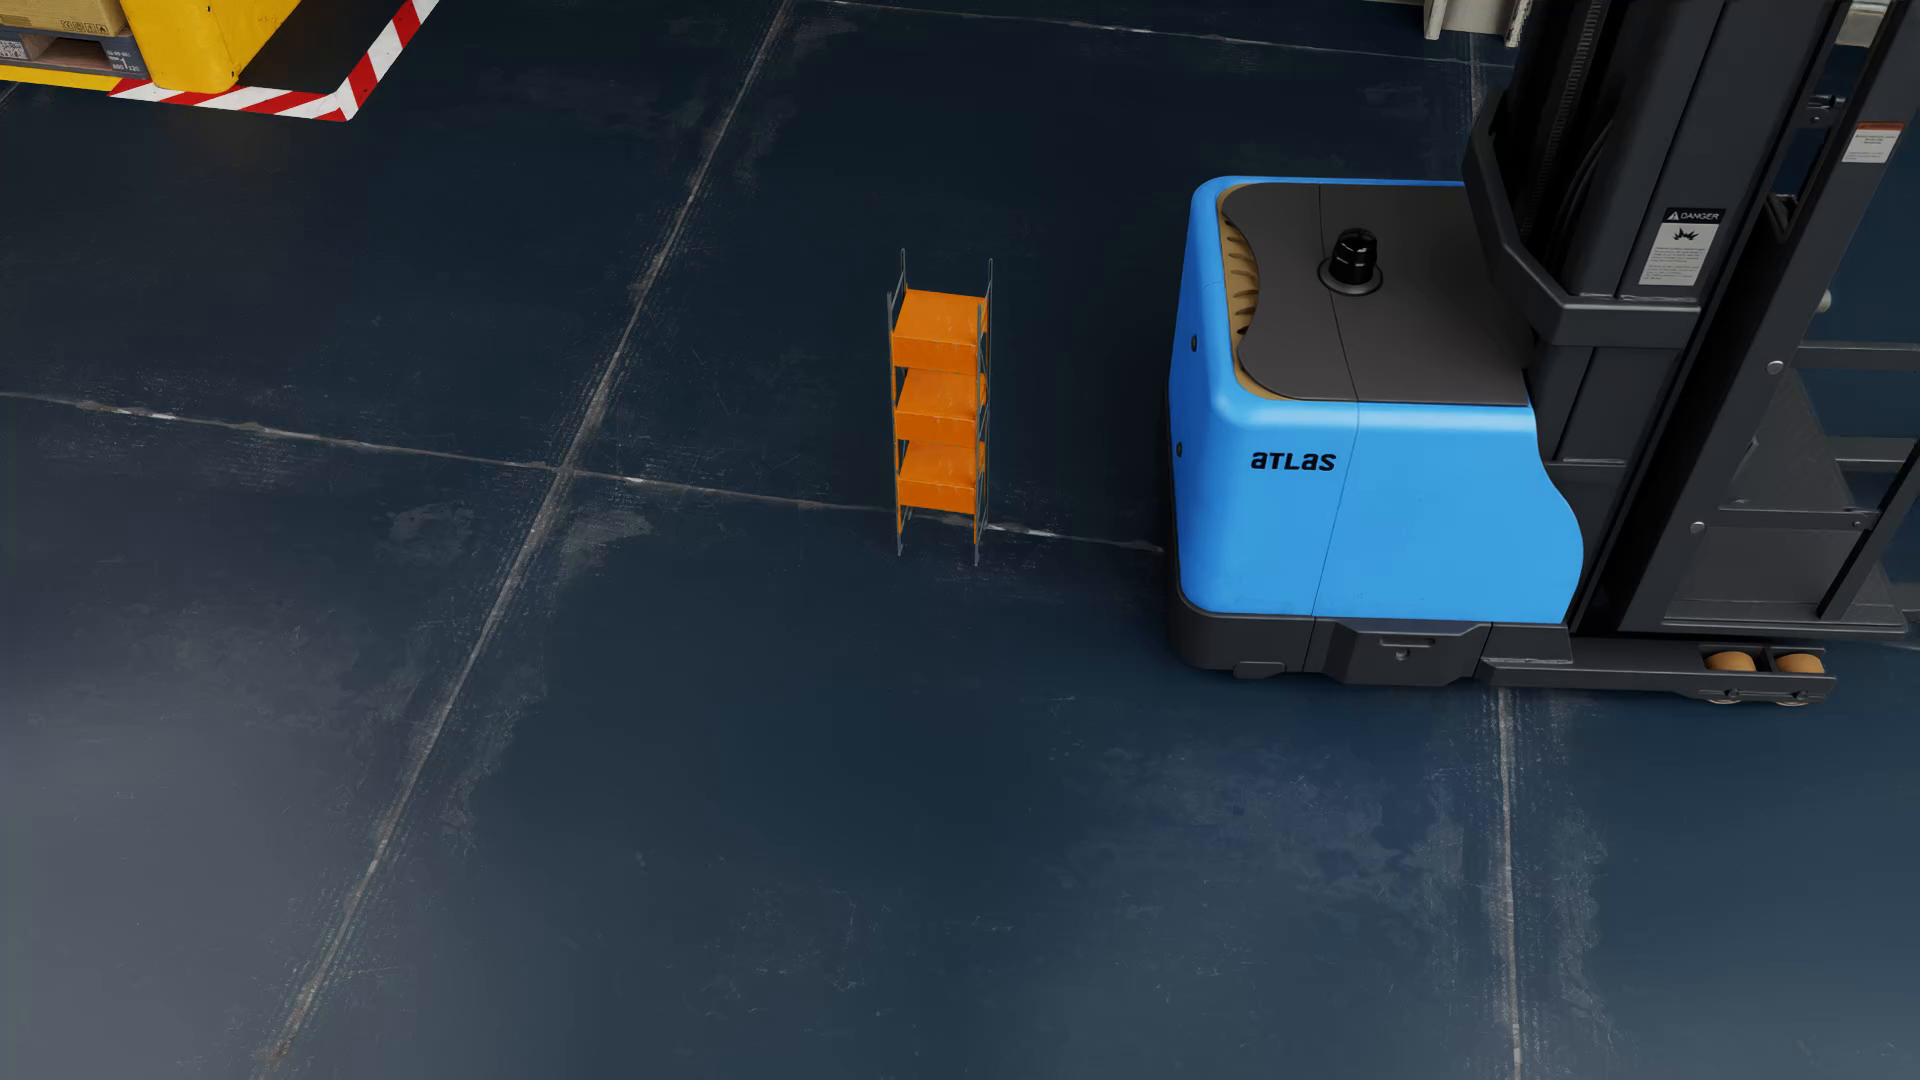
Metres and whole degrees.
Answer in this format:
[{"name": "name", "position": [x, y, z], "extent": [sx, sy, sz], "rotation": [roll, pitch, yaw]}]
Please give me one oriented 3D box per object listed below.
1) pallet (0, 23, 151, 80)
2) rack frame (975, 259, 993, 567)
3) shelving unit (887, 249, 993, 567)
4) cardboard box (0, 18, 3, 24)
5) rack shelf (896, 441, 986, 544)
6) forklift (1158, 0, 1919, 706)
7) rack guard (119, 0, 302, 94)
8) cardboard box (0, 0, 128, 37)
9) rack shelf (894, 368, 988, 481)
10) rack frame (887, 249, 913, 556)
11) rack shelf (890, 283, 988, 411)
[{"name": "pallet", "position": [-3.905, -2.442, 7.302], "extent": [1.213, 0.211, 1.003], "rotation": [8, 49, 7]}, {"name": "rack frame", "position": [0.067, -0.342, 4.851], "extent": [0.008, 1.050, 0.200], "rotation": [8, 49, 7]}, {"name": "shelving unit", "position": [-0.053, -0.358, 4.866], "extent": [0.252, 1.050, 0.215], "rotation": [8, 49, 7]}, {"name": "cardboard box", "position": [-4.152, -2.428, 6.982], "extent": [0.500, 0.250, 0.500], "rotation": [8, 49, 7]}, {"name": "rack shelf", "position": [-0.053, -0.165, 5.080], "extent": [0.240, 0.259, 0.215], "rotation": [8, 49, 7]}, {"name": "forklift", "position": [2.145, -0.905, 4.093], "extent": [3.031, 2.935, 1.130], "rotation": [2, 48, 2]}, {"name": "rack guard", "position": [-3.122, -2.465, 7.129], "extent": [0.348, 0.500, 1.175], "rotation": [8, 49, 7]}, {"name": "cardboard box", "position": [-3.664, -2.356, 6.916], "extent": [0.500, 0.250, 0.500], "rotation": [8, 49, 7]}, {"name": "rack shelf", "position": [-0.053, -0.351, 4.874], "extent": [0.240, 0.259, 0.215], "rotation": [8, 49, 7]}, {"name": "rack frame", "position": [-0.173, -0.374, 4.880], "extent": [0.008, 1.050, 0.200], "rotation": [8, 49, 7]}, {"name": "rack shelf", "position": [-0.053, -0.541, 4.663], "extent": [0.240, 0.259, 0.215], "rotation": [8, 49, 7]}]
